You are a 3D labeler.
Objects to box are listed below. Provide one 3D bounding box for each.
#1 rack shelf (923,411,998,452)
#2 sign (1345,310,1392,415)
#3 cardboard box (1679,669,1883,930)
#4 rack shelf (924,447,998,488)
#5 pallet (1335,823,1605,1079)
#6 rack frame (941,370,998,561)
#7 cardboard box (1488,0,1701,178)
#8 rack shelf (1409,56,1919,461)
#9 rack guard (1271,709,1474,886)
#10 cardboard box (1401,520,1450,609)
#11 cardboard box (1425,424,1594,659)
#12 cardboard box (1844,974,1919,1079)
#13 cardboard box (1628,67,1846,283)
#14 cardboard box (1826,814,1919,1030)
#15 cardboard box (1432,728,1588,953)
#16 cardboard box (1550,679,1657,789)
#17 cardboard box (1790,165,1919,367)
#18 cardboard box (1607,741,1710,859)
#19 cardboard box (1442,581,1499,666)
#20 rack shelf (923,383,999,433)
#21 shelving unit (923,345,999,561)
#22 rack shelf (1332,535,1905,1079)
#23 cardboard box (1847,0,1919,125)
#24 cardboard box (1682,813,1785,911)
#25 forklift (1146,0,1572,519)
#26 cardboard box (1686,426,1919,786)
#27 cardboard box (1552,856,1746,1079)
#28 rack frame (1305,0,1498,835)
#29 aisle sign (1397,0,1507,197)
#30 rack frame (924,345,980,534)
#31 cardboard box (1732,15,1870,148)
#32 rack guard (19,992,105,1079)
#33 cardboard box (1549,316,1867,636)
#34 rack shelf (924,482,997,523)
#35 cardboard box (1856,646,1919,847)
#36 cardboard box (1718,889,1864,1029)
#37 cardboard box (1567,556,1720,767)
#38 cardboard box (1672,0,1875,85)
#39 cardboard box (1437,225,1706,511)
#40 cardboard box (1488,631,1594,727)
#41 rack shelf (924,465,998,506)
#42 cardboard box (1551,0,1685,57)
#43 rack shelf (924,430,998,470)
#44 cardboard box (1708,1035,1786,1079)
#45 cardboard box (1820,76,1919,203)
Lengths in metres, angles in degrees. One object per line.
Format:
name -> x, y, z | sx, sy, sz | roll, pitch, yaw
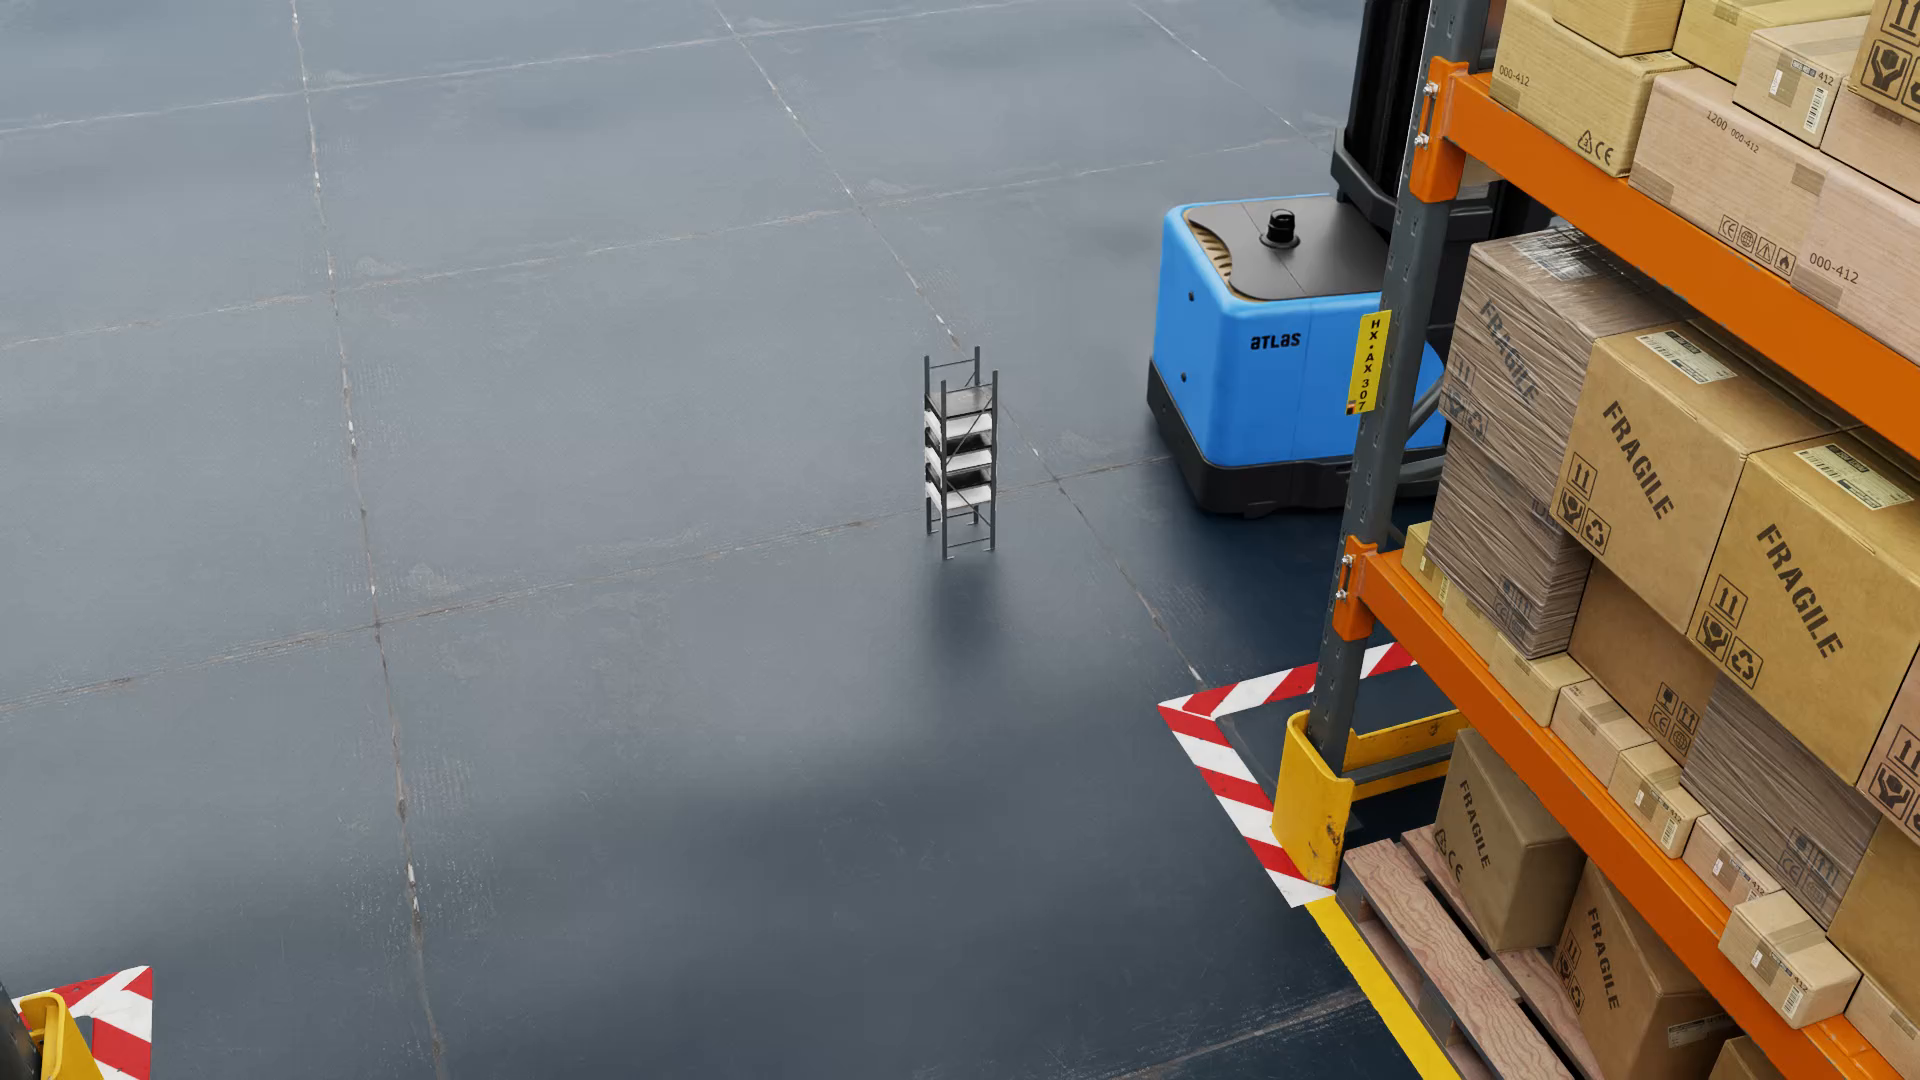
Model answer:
rack shelf -> 0.003, -0.472, 6.885 | 0.258, 0.077, 0.200 | -12, 39, -16
sign -> 1.156, -0.499, 4.700 | 0.100, 0.325, 0.005 | -12, 39, -16
cardboard box -> 2.245, 0.441, 3.841 | 0.875, 0.500, 0.500 | -12, 39, -16
rack shelf -> 0.003, -0.328, 6.993 | 0.258, 0.077, 0.200 | -12, 39, -16
pallet -> 1.938, 1.357, 5.273 | 1.003, 0.211, 1.213 | -12, 39, -16
rack frame -> 0.038, -0.297, 6.897 | 0.240, 0.900, 0.006 | -12, 39, -16
cardboard box -> 1.589, -1.078, 3.820 | 0.500, 0.250, 0.500 | -11, 38, -15
rack shelf -> 2.354, -0.047, 2.924 | 1.077, 0.370, 4.000 | -12, 39, -16
rack guard -> 1.692, 0.776, 5.805 | 1.175, 0.500, 0.348 | -12, 39, -16
cardboard box -> 1.540, 0.045, 4.906 | 0.380, 0.149, 0.250 | -12, 39, -16
cardboard box -> 1.829, -0.108, 4.570 | 0.875, 0.500, 0.500 | -12, 39, -16
cardboard box -> 2.176, 1.026, 3.603 | 0.380, 0.149, 0.250 | -12, 39, -16
cardboard box -> 1.772, -0.788, 3.435 | 0.500, 0.250, 0.500 | -13, 39, -17
cardboard box -> 2.406, 0.726, 3.463 | 0.875, 0.500, 0.500 | -12, 39, -16
cardboard box -> 1.865, 0.921, 5.262 | 0.500, 0.500, 0.500 | -6, 37, -7
cardboard box -> 1.785, 0.471, 4.340 | 0.380, 0.149, 0.250 | -12, 39, -16
cardboard box -> 1.939, -0.507, 3.062 | 0.500, 0.250, 0.500 | -13, 39, -16
cardboard box -> 1.865, 0.614, 4.150 | 0.380, 0.149, 0.250 | -12, 39, -16
cardboard box -> 1.608, 0.190, 4.713 | 0.380, 0.149, 0.250 | -12, 39, -16
rack shelf -> 0.003, -0.544, 6.831 | 0.258, 0.077, 0.200 | -12, 39, -16
shelving unit -> 0.003, -0.355, 6.973 | 0.258, 0.900, 0.210 | -12, 39, -16
rack shelf -> 2.354, 1.151, 3.826 | 1.077, 0.370, 4.000 | -12, 39, -16
cardboard box -> 1.923, -0.928, 2.749 | 0.500, 0.500, 0.500 | -13, 39, -16
cardboard box -> 1.976, 0.750, 3.970 | 0.380, 0.149, 0.250 | -12, 39, -16
forklift -> 2.466, -1.689, 7.056 | 3.031, 2.935, 1.130 | -6, 37, -8
cardboard box -> 1.938, 0.109, 3.450 | 0.500, 0.500, 0.500 | -12, 39, -16
cardboard box -> 2.103, 1.252, 4.823 | 0.500, 0.500, 0.500 | -3, 37, -4
rack frame -> 1.666, -0.266, 5.110 | 1.000, 3.000, 0.127 | -12, 39, -16
aisle sign -> 1.363, -1.277, 4.291 | 0.394, 0.787, 0.004 | -12, 39, -16
rack frame -> -0.032, -0.412, 7.049 | 0.240, 0.900, 0.006 | -12, 39, -16
cardboard box -> 1.771, -0.907, 3.262 | 0.380, 0.149, 0.250 | -11, 38, -14
rack guard -> -3.034, 1.689, 4.592 | 1.175, 0.500, 0.348 | -12, 39, -16
cardboard box -> 1.765, -0.173, 3.825 | 0.500, 0.500, 0.500 | -12, 39, -16
rack shelf -> 0.003, -0.184, 7.102 | 0.258, 0.077, 0.200 | -12, 39, -16
cardboard box -> 2.116, 0.391, 3.077 | 0.500, 0.500, 0.500 | -12, 39, -16
cardboard box -> 1.965, 0.912, 3.754 | 0.380, 0.149, 0.250 | -12, 39, -16
cardboard box -> 2.114, 0.150, 4.228 | 0.875, 0.500, 0.500 | -12, 39, -16
cardboard box -> 1.744, -1.076, 3.486 | 0.380, 0.149, 0.250 | -13, 39, -17
cardboard box -> 1.599, -0.457, 4.202 | 0.500, 0.500, 0.500 | -12, 39, -16
cardboard box -> 1.680, 0.335, 4.522 | 0.380, 0.149, 0.250 | -12, 39, -16
rack shelf -> 0.003, -0.256, 7.047 | 0.258, 0.077, 0.200 | -12, 39, -16
cardboard box -> 1.542, -1.193, 3.641 | 0.380, 0.149, 0.250 | -12, 39, -15
rack shelf -> 0.003, -0.400, 6.939 | 0.258, 0.077, 0.200 | -12, 39, -16
cardboard box -> 2.300, 1.609, 4.349 | 0.500, 0.500, 0.500 | -9, 38, -12
cardboard box -> 1.851, -0.769, 3.078 | 0.380, 0.149, 0.250 | -13, 39, -16
